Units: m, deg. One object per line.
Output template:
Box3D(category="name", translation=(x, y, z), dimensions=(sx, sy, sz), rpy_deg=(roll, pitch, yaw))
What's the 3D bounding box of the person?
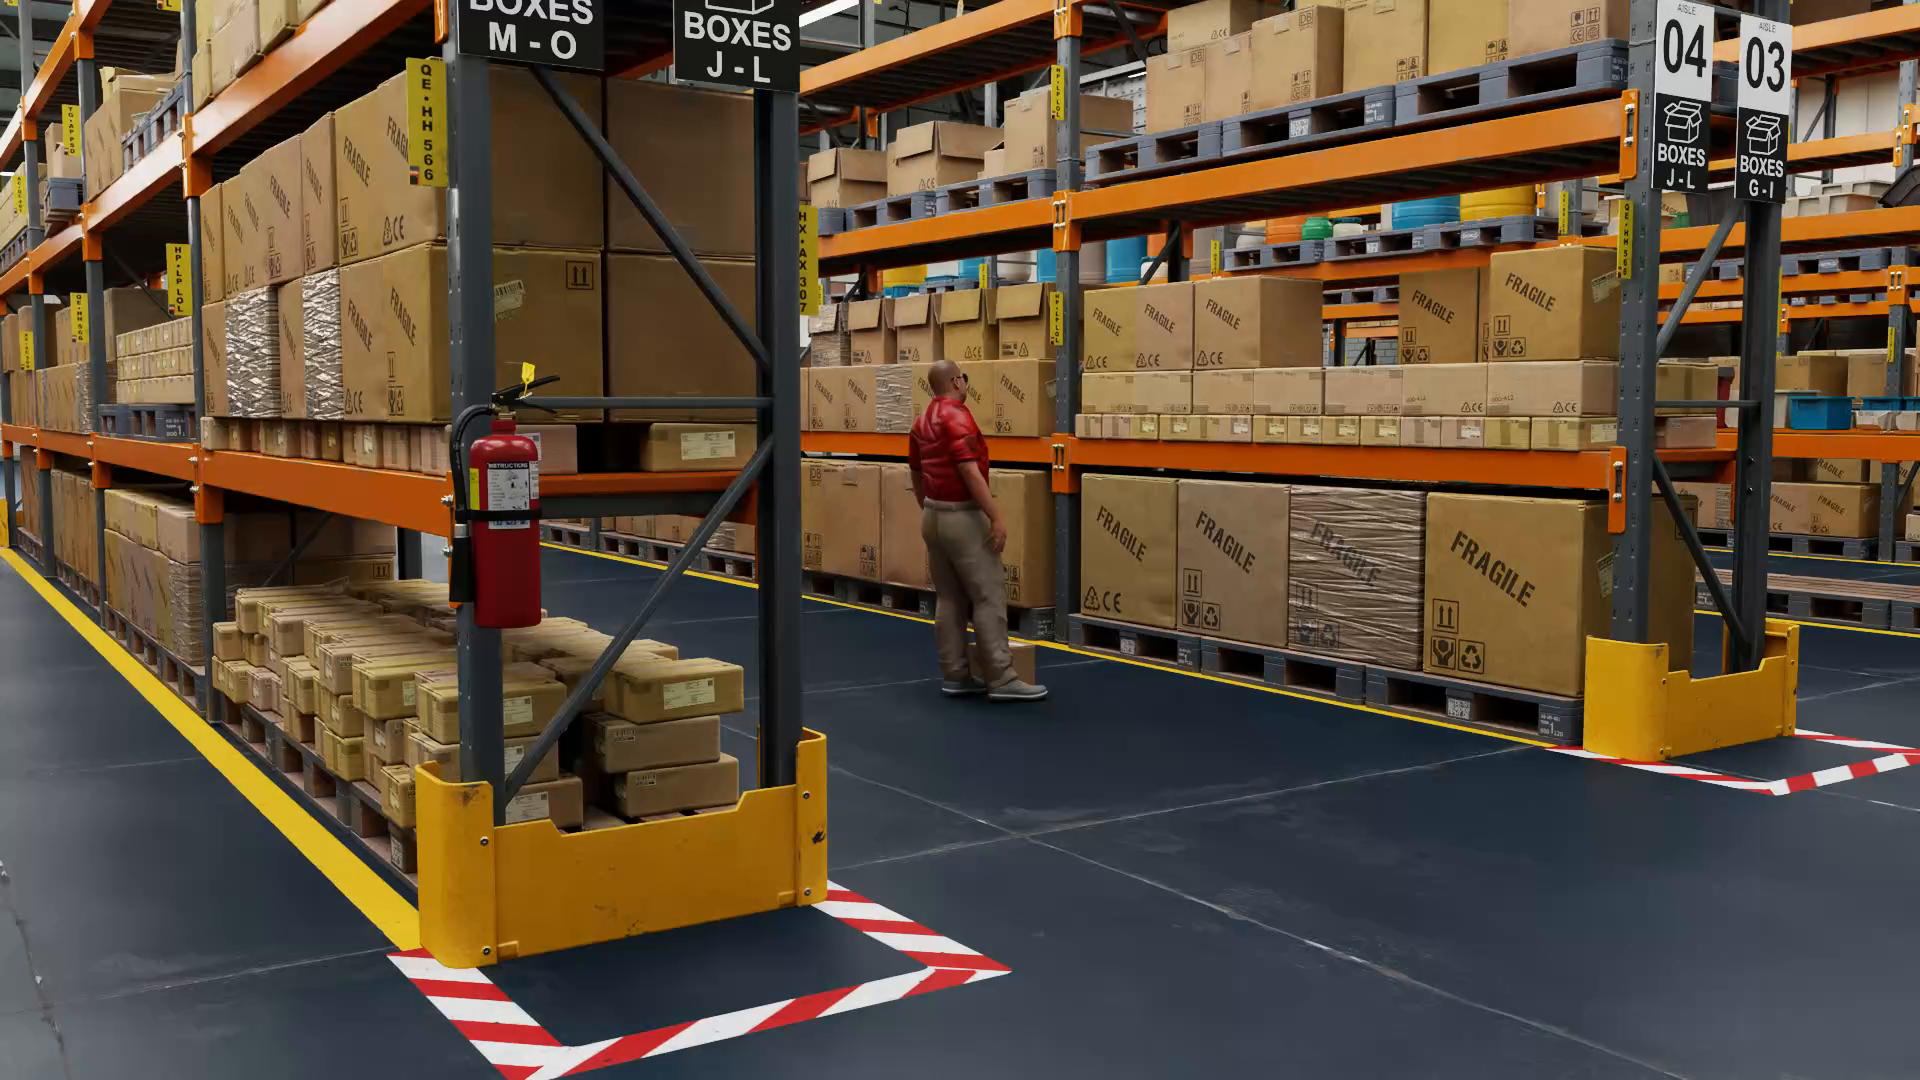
Box3D(category="person", translation=(0.073, -0.060, 8.559), dimensions=(0.551, 1.727, 0.640), rpy_deg=(-3, 6, -34))
